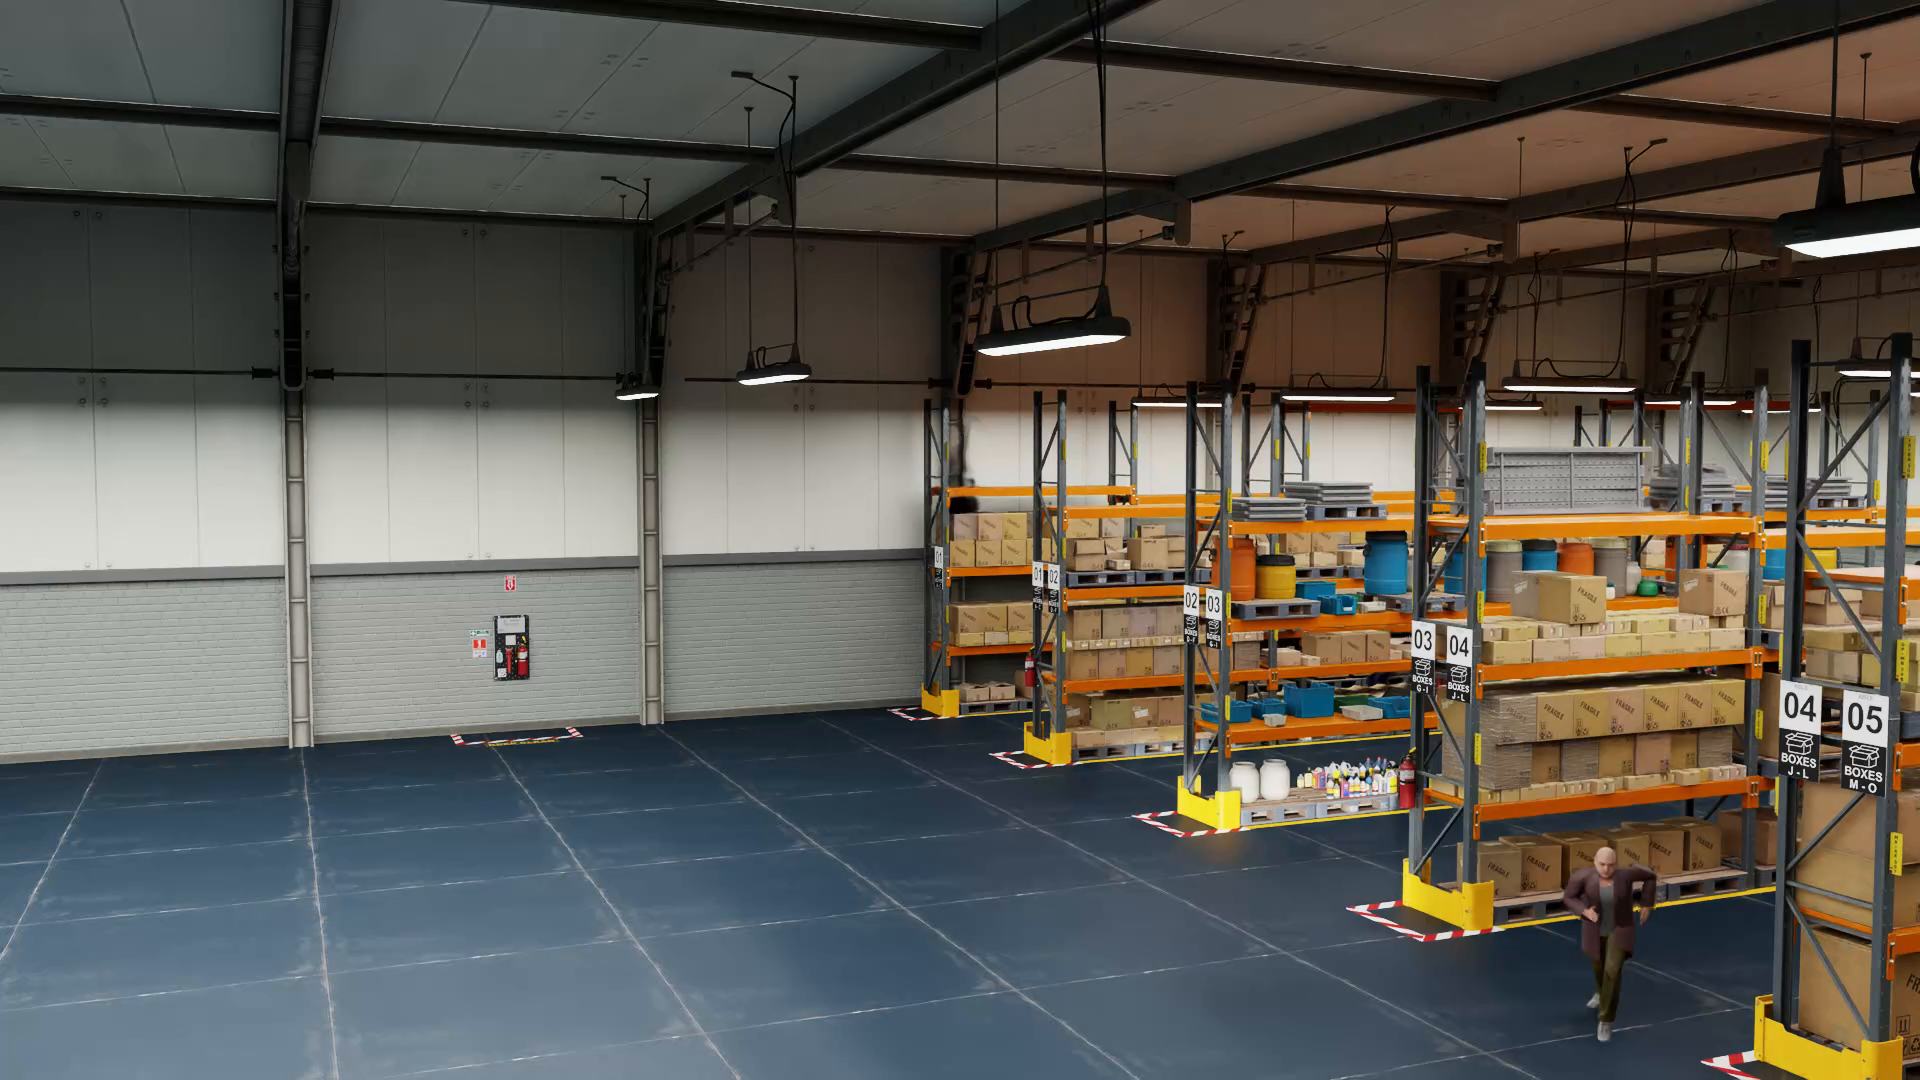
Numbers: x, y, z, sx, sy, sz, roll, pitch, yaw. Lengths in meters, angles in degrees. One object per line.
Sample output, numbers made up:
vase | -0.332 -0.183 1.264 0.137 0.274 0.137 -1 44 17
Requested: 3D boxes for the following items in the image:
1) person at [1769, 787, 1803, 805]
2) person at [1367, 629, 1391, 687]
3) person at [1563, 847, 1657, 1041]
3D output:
person | 11.220 3.014 22.422 0.930 1.675 0.568 -1 4 -19
person | 8.070 2.505 31.774 0.599 1.612 0.616 -2 4 -28
person | 5.723 3.490 14.662 0.753 1.739 1.071 2 4 24
